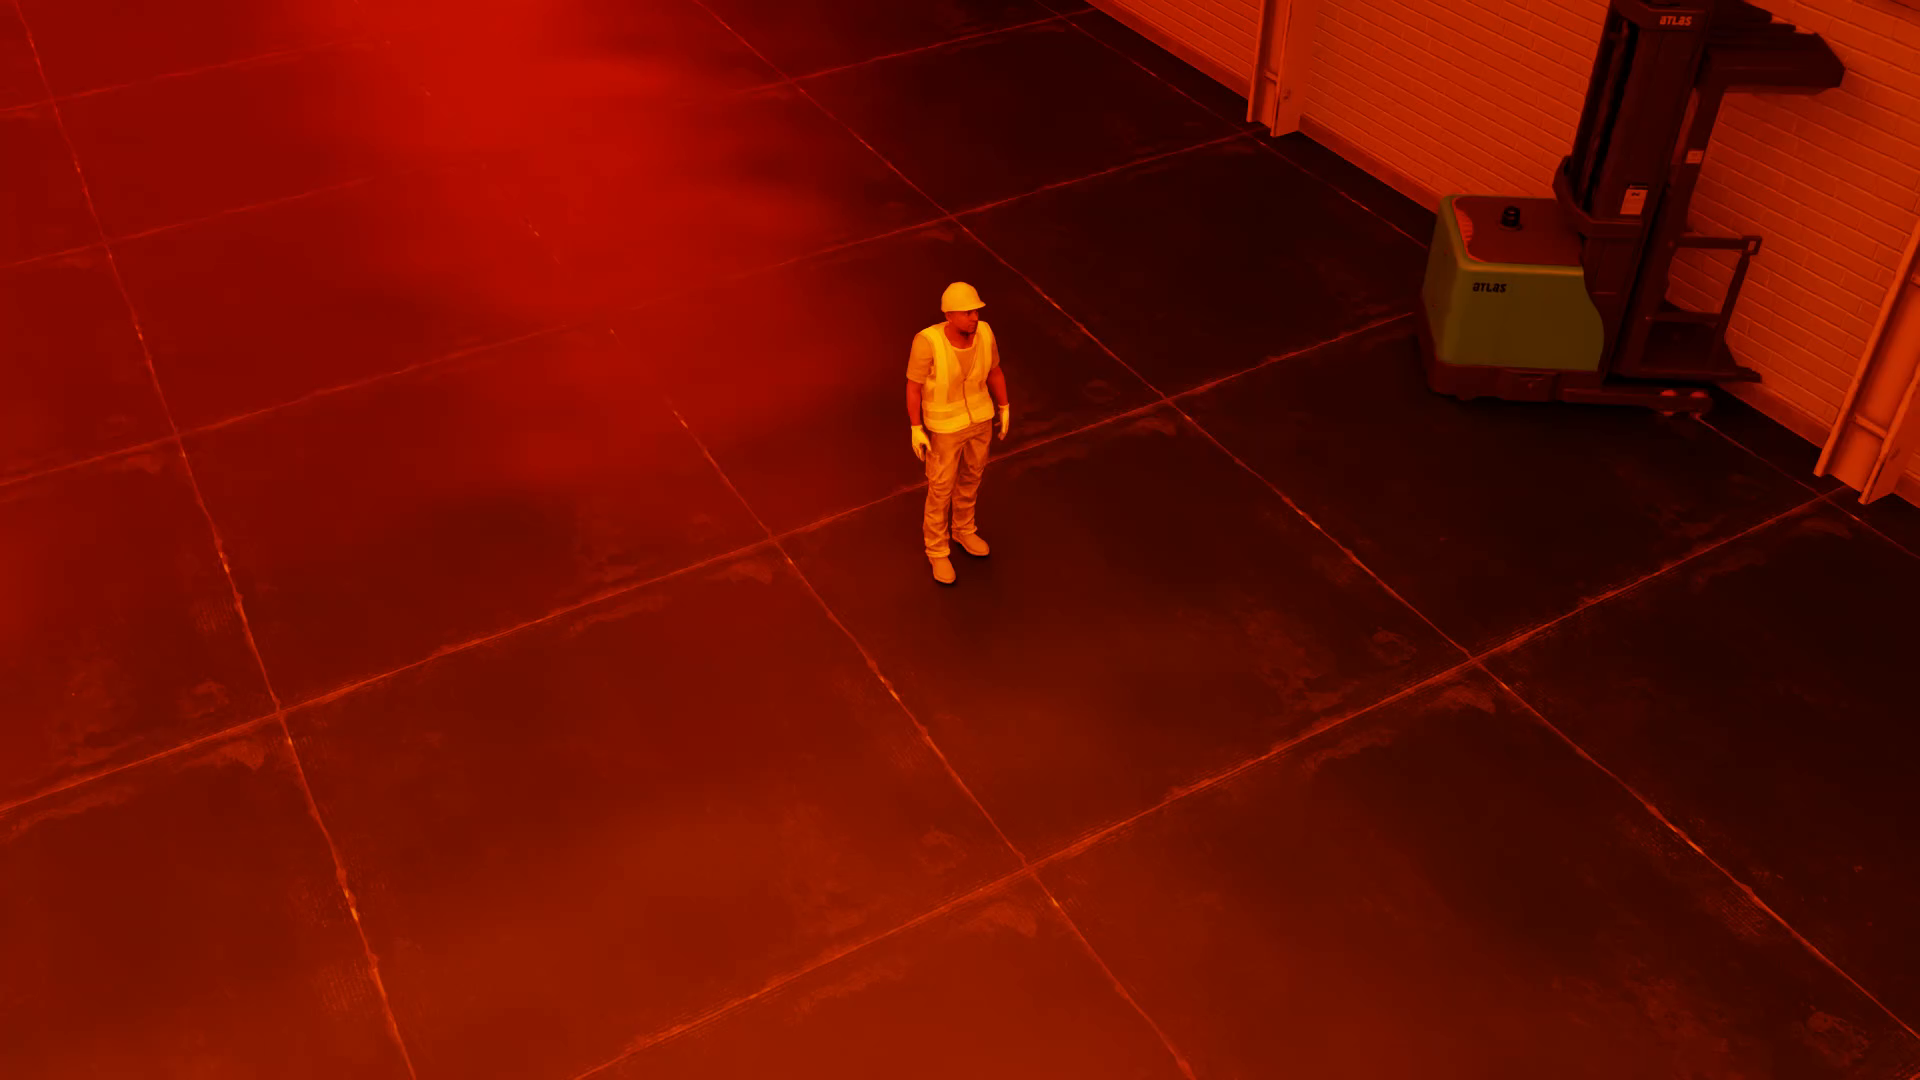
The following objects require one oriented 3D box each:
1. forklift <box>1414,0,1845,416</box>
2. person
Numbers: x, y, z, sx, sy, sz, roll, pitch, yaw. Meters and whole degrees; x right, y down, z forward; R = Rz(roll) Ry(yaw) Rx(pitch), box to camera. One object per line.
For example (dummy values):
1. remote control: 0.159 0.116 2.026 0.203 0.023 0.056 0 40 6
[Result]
1. forklift: 4.791 -2.329 10.844 3.031 2.935 1.130 3 40 4
2. person: 0.028 -0.650 9.707 0.656 1.782 0.577 -20 44 -23
